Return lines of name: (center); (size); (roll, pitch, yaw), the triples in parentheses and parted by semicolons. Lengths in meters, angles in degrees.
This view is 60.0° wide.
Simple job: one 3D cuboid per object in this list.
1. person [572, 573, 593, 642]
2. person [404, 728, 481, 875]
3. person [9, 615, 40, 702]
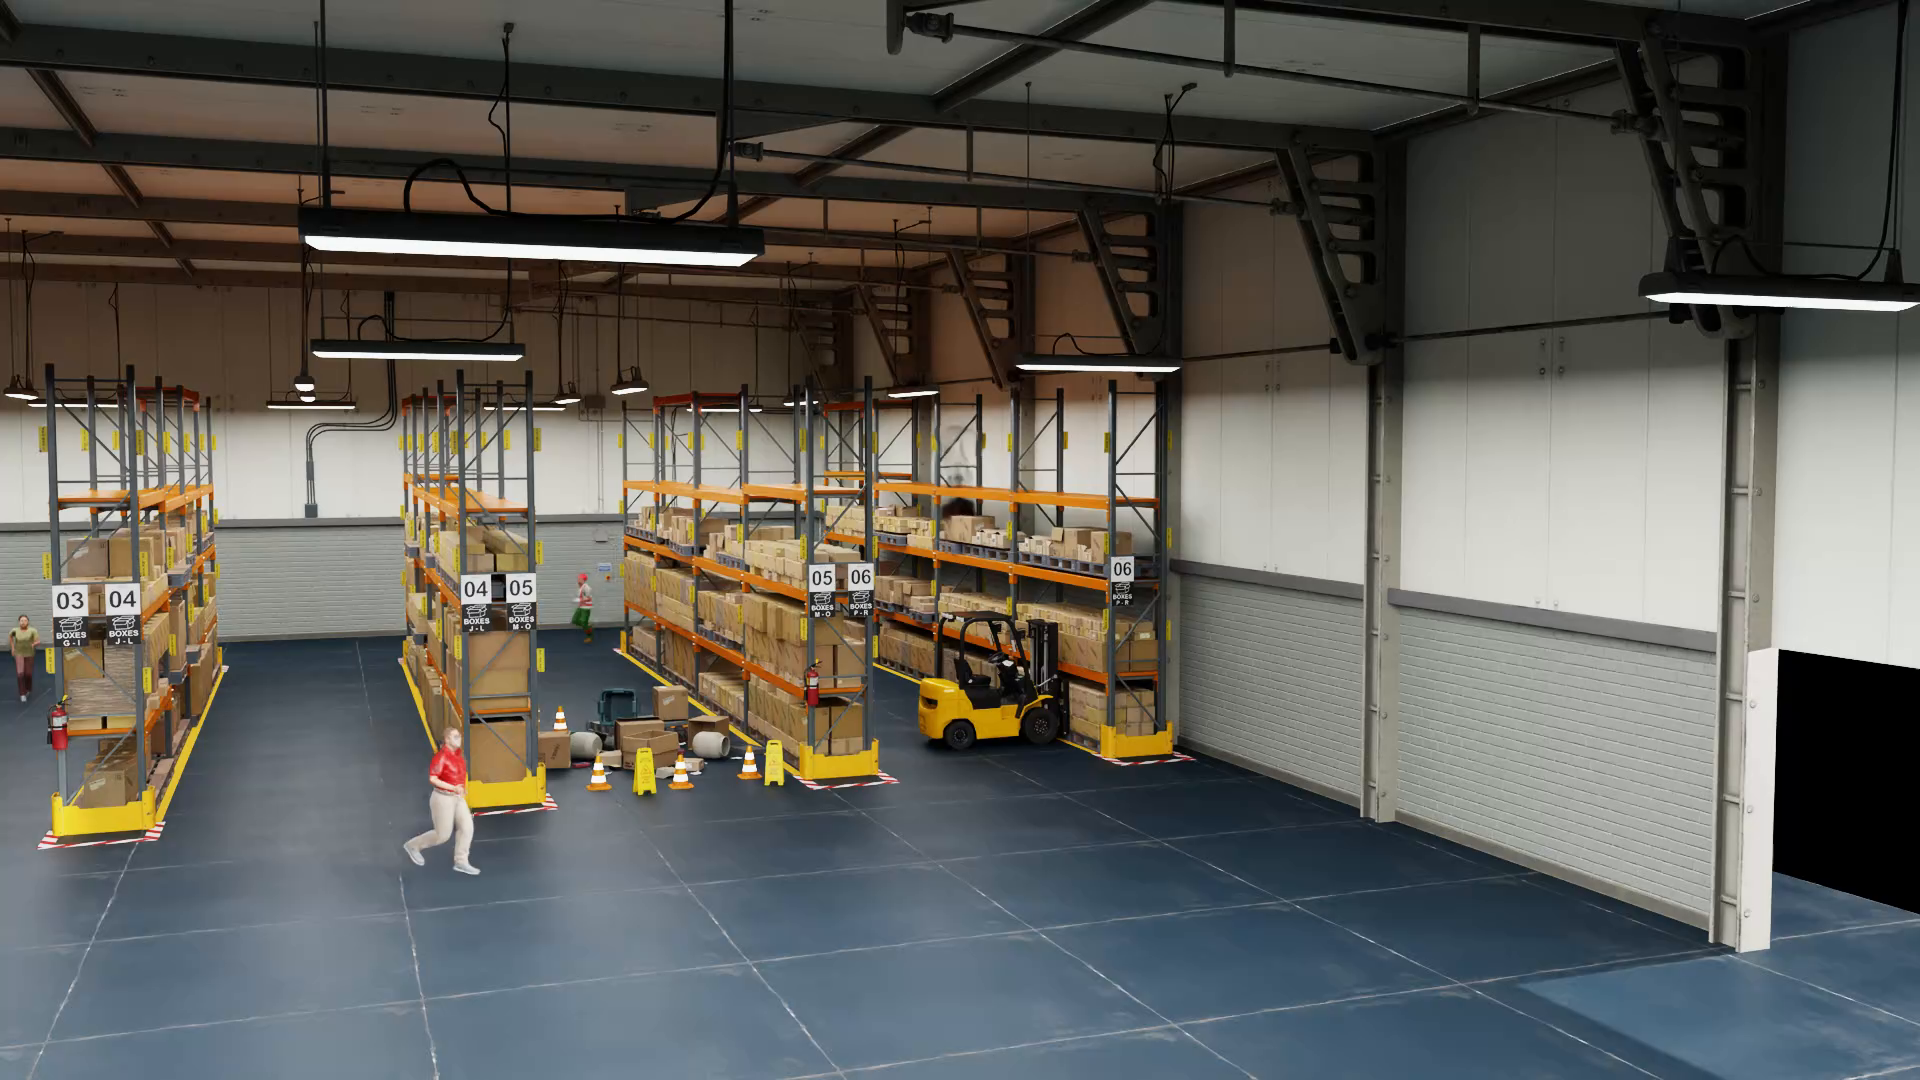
person: (-9.454, 1.699, 41.612); (0.615, 1.731, 0.662); (-2, 4, -34)
person: (-6.010, 3.030, 19.327); (0.886, 1.714, 0.652); (1, 3, 12)
person: (-18.204, 2.295, 32.378); (0.511, 1.716, 0.845); (-2, 4, -34)
